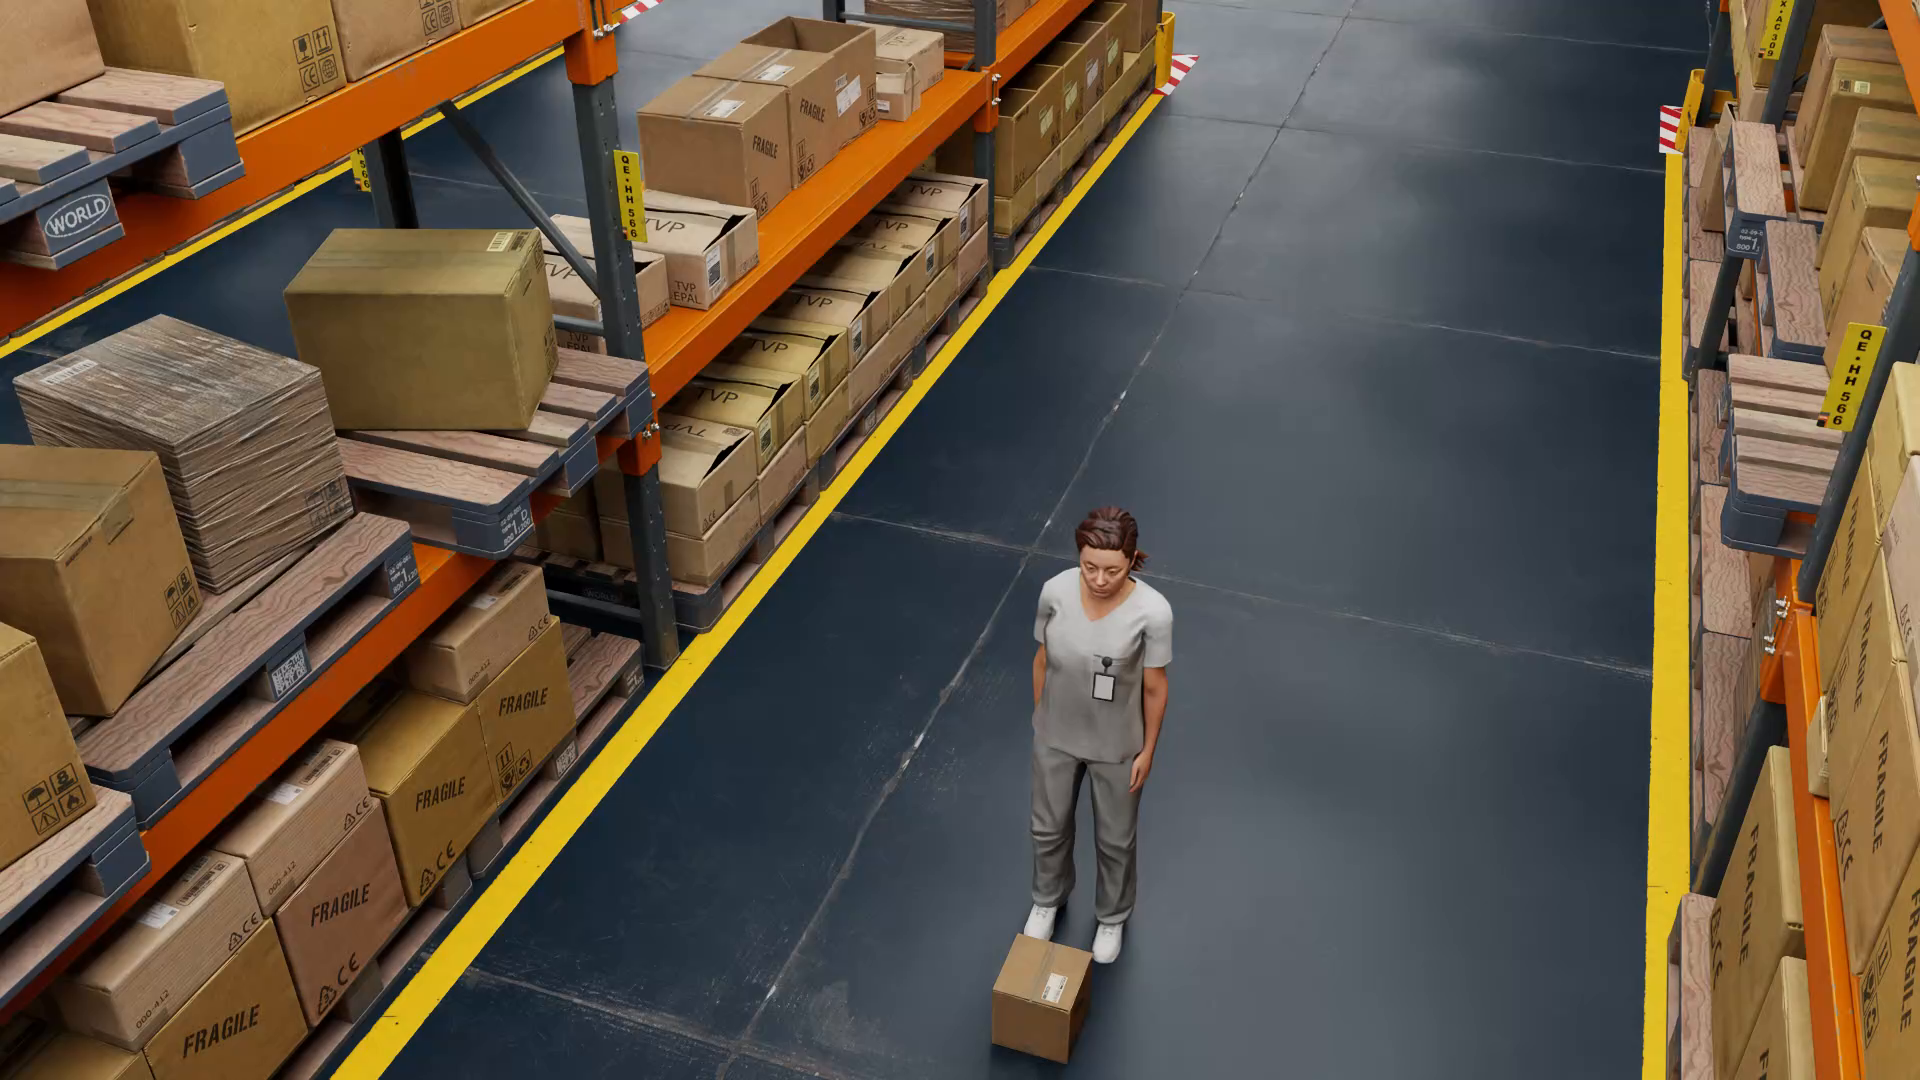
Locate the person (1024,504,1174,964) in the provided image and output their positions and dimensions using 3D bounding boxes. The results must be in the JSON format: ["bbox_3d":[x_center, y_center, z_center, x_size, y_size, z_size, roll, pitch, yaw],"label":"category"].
[{"bbox_3d":[0.427,0.613,5.224,0.439,1.681,0.363,12,35,17],"label":"person"}]
